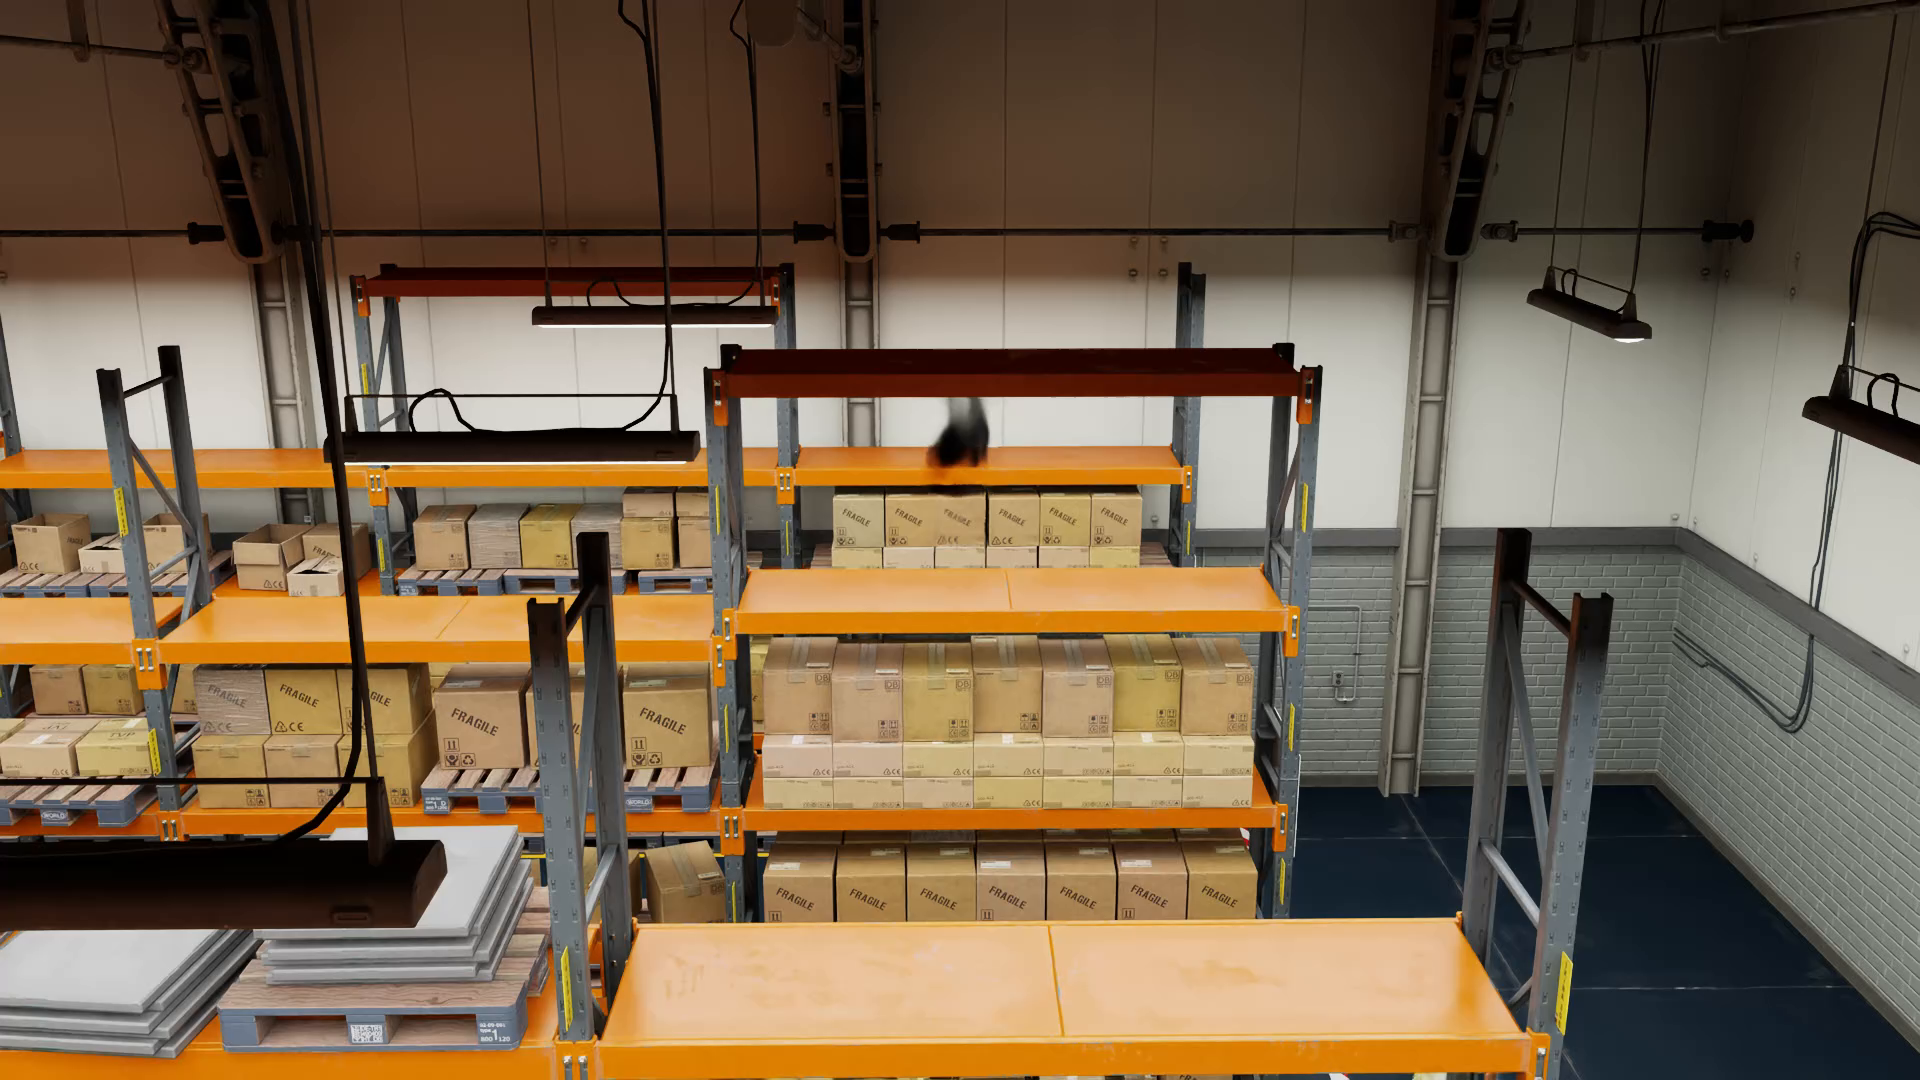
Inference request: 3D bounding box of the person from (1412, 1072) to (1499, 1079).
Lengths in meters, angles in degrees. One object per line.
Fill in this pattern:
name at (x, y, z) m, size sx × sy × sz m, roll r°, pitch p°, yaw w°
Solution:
person at (3.393, 3.945, 11.825) m, size 0.847 × 1.835 × 0.672 m, roll -6°, pitch 17°, yaw -19°
